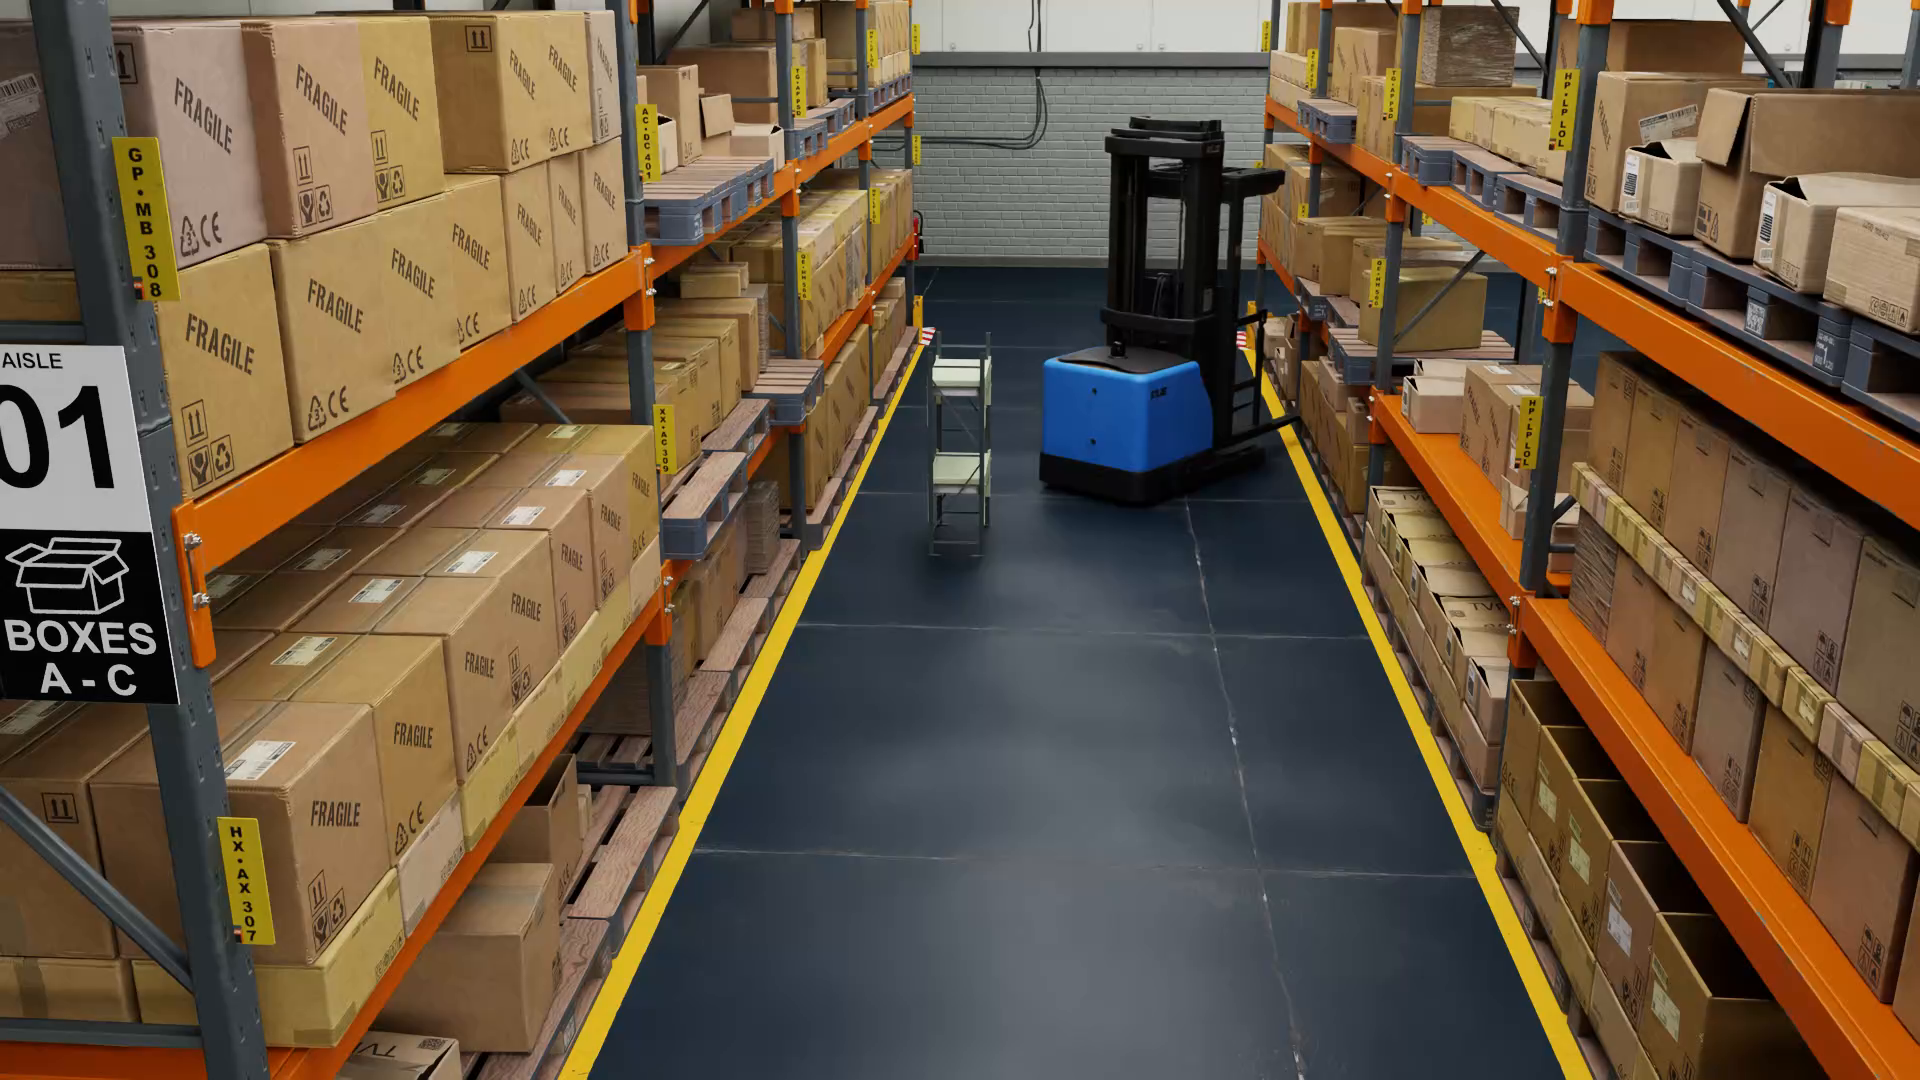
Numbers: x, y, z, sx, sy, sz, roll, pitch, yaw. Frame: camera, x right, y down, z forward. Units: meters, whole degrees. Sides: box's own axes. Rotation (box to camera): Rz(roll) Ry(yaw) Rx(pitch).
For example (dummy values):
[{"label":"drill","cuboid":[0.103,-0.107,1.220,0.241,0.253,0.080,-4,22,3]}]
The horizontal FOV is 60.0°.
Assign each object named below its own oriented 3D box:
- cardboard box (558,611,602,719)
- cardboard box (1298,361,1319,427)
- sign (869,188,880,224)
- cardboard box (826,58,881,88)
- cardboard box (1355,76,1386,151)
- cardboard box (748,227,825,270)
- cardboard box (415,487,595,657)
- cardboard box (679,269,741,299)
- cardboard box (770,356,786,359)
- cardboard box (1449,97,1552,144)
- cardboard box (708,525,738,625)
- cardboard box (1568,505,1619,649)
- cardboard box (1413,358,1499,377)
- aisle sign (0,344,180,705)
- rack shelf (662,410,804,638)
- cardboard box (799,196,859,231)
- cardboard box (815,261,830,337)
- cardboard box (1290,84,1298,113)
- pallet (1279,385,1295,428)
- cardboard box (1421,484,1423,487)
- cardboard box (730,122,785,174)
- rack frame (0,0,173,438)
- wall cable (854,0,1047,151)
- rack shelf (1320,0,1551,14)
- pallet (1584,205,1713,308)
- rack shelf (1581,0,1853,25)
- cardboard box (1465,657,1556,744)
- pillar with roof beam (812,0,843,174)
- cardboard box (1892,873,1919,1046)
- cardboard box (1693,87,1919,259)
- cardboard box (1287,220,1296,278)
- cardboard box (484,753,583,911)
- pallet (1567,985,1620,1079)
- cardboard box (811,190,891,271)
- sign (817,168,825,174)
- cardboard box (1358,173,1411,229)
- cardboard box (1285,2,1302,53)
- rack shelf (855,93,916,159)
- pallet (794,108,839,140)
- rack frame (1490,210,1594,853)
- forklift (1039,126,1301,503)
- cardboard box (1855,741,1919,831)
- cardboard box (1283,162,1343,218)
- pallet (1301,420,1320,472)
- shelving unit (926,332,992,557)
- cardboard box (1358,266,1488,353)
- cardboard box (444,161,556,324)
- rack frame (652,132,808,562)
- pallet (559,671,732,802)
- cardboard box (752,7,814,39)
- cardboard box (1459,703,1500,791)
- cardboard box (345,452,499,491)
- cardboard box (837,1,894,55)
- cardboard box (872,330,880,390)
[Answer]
[{"label":"cardboard box","cuboid":[-1.693,0.469,6.384,0.500,0.250,0.500,1,18,4]},{"label":"cardboard box","cuboid":[3.340,-1.309,14.910,0.500,0.500,0.500,0,18,1]},{"label":"sign","cuboid":[-0.781,-3.046,15.169,0.100,0.325,0.005,1,18,4]},{"label":"cardboard box","cuboid":[-1.011,-4.352,15.477,0.500,0.250,0.500,1,18,4]},{"label":"cardboard box","cuboid":[3.403,-3.120,12.149,0.910,0.500,0.500,1,18,4]},{"label":"cardboard box","cuboid":[-1.282,-2.157,12.314,0.500,0.250,0.500,1,18,3]},{"label":"cardboard box","cuboid":[-1.699,0.113,6.267,0.500,0.500,0.500,1,18,2]},{"label":"cardboard box","cuboid":[-1.613,-1.657,10.754,0.380,0.149,0.250,-2,18,-5]},{"label":"cardboard box","cuboid":[-1.355,-1.287,11.906,0.380,0.149,0.250,1,18,3]},{"label":"cardboard box","cuboid":[3.355,-2.602,10.297,0.500,0.250,0.500,0,18,0]},{"label":"cardboard box","cuboid":[-1.770,0.216,10.255,0.700,0.500,0.500,1,18,4]},{"label":"cardboard box","cuboid":[3.019,0.142,7.012,0.700,0.500,0.500,1,18,2]},{"label":"cardboard box","cuboid":[3.262,-1.036,10.912,0.500,0.311,0.500,2,18,7]},{"label":"aisle sign","cuboid":[-1.889,-0.022,3.498,0.394,0.787,0.004,1,18,4]},{"label":"rack shelf","cuboid":[-1.753,-0.337,9.790,1.077,0.370,4.000,1,18,4]},{"label":"cardboard box","cuboid":[-1.148,-2.788,14.239,0.500,0.250,0.500,2,18,5]},{"label":"cardboard box","cuboid":[-1.273,-1.806,12.447,0.500,0.500,0.500,2,18,6]},{"label":"cardboard box","cuboid":[3.461,-4.255,16.014,0.500,0.250,0.500,1,18,4]},{"label":"pallet","cuboid":[3.668,-1.321,16.116,1.003,0.211,1.213,1,18,4]},{"label":"cardboard box","cuboid":[3.681,-0.510,12.469,0.500,0.500,0.500,1,18,2]},{"label":"cardboard box","cuboid":[-1.392,-2.463,10.417,0.500,0.311,0.500,1,18,4]},{"label":"rack frame","cuboid":[-2.183,-1.666,3.057,1.000,3.000,0.127,1,18,4]},{"label":"wall cable","cuboid":[-0.274,-6.909,24.042,3.097,2.526,0.112,1,18,4]},{"label":"rack shelf","cuboid":[3.475,-4.131,12.376,1.077,0.370,4.000,1,18,4]},{"label":"pallet","cuboid":[3.009,-1.066,6.185,1.003,0.211,1.213,1,18,4]},{"label":"rack shelf","cuboid":[2.901,-1.646,4.793,1.077,0.370,4.000,1,18,4]},{"label":"cardboard box","cuboid":[2.788,0.760,8.127,0.500,0.311,0.500,1,18,4]},{"label":"pillar with roof beam","cuboid":[2.588,-7.397,20.547,9.100,9.000,0.400,1,18,4]},{"label":"cardboard box","cuboid":[2.804,1.102,4.083,0.700,0.500,0.500,1,18,4]},{"label":"cardboard box","cuboid":[2.801,-1.180,5.326,0.797,0.503,0.637,3,18,10]},{"label":"cardboard box","cuboid":[3.434,-2.802,15.996,0.500,0.500,0.500,2,18,5]},{"label":"cardboard box","cuboid":[-1.931,1.244,7.117,0.500,0.500,0.500,0,18,0]},{"label":"pallet","cuboid":[2.861,2.003,5.972,1.003,0.211,1.213,1,18,4]},{"label":"cardboard box","cuboid":[-1.210,-3.080,16.523,0.980,0.700,0.700,1,18,3]},{"label":"sign","cuboid":[-1.589,-4.248,19.053,0.100,0.325,0.005,1,18,4]},{"label":"cardboard box","cuboid":[3.933,-3.096,15.287,0.500,0.500,0.500,2,18,5]},{"label":"cardboard box","cuboid":[3.764,-5.310,17.228,0.700,0.500,0.500,1,18,4]},{"label":"rack shelf","cuboid":[-1.180,-4.247,16.906,1.077,0.370,4.000,1,18,4]},{"label":"pallet","cuboid":[-1.539,-3.184,12.810,1.003,0.211,1.213,2,18,6]},{"label":"rack frame","cuboid":[3.045,0.052,7.448,1.000,3.000,0.127,1,18,4]},{"label":"forklift","cuboid":[1.992,-2.045,14.059,1.129,2.867,3.031,15,23,38]},{"label":"cardboard box","cuboid":[2.631,0.654,4.406,0.380,0.149,0.250,1,18,3]},{"label":"cardboard box","cuboid":[3.467,-3.434,16.320,0.500,0.500,0.500,1,18,4]},{"label":"pallet","cuboid":[3.598,-0.854,14.692,1.003,0.211,1.213,1,18,4]},{"label":"shelving unit","cuboid":[0.000,-0.711,12.183,0.431,1.500,0.755,1,18,4]},{"label":"cardboard box","cuboid":[3.264,-1.636,11.763,0.700,0.500,0.500,-5,19,-15]},{"label":"cardboard box","cuboid":[-1.737,-1.048,5.795,0.500,0.500,0.500,1,18,2]},{"label":"rack frame","cuboid":[-1.610,-1.300,11.574,1.000,3.000,0.127,1,18,4]},{"label":"pallet","cuboid":[-1.842,1.025,8.955,1.003,0.211,1.213,1,18,4]},{"label":"cardboard box","cuboid":[-1.517,-4.310,13.872,0.500,0.250,0.500,3,18,8]},{"label":"cardboard box","cuboid":[2.785,1.023,8.224,0.500,0.250,0.500,1,18,3]},{"label":"cardboard box","cuboid":[-2.179,-0.051,6.765,0.500,0.500,0.500,1,18,4]},{"label":"cardboard box","cuboid":[-0.932,-5.029,16.336,0.500,0.500,0.500,1,18,4]},{"label":"cardboard box","cuboid":[-1.167,-1.784,16.391,0.700,0.500,0.500,2,18,5]}]
